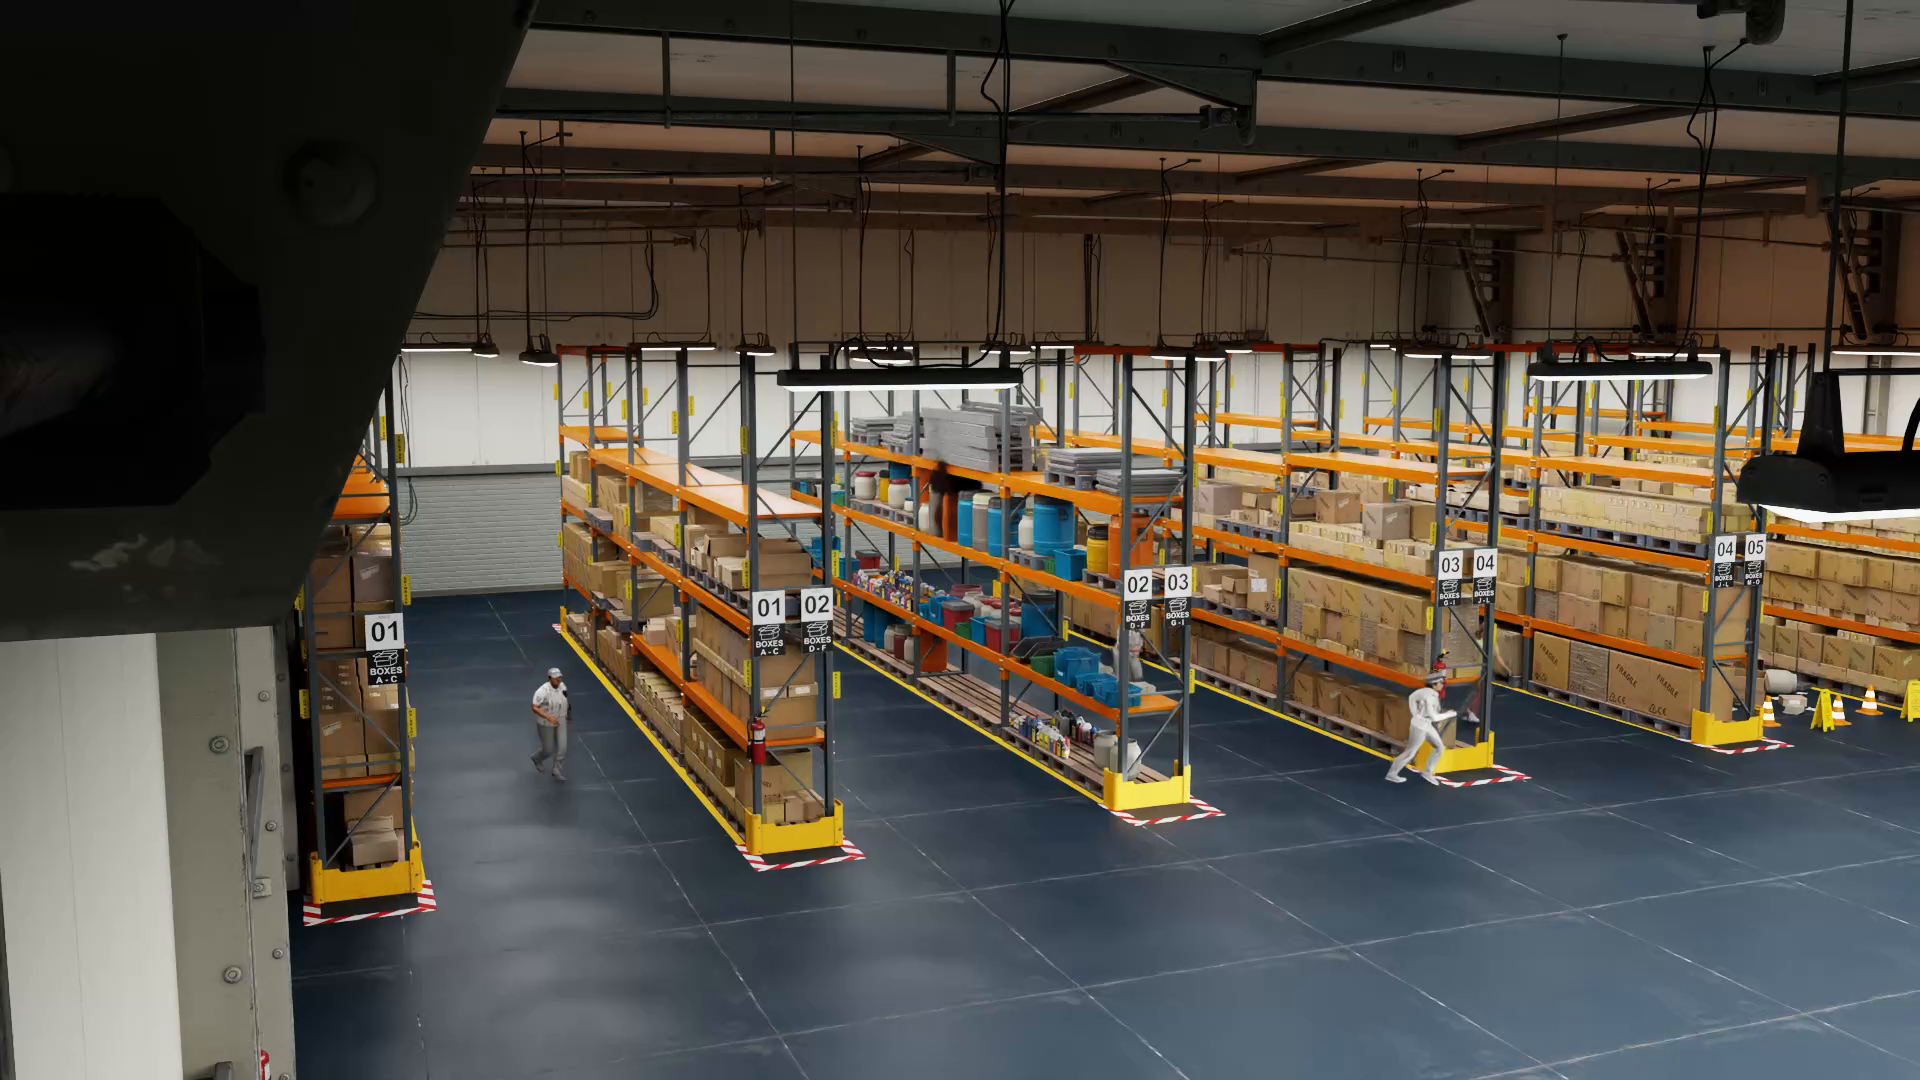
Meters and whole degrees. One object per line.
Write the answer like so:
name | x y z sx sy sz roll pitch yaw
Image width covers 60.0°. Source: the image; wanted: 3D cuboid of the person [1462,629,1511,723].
person | 8.413 2.143 26.617 0.532 1.616 0.755 -6 9 -40

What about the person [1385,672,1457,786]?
person | 6.367 2.611 22.934 0.924 1.637 0.541 2 8 18

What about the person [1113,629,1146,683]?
person | 2.899 1.986 28.073 0.705 1.561 0.917 -4 8 -31

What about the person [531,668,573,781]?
person | -5.783 2.576 23.457 0.604 1.616 0.716 -6 10 -41
